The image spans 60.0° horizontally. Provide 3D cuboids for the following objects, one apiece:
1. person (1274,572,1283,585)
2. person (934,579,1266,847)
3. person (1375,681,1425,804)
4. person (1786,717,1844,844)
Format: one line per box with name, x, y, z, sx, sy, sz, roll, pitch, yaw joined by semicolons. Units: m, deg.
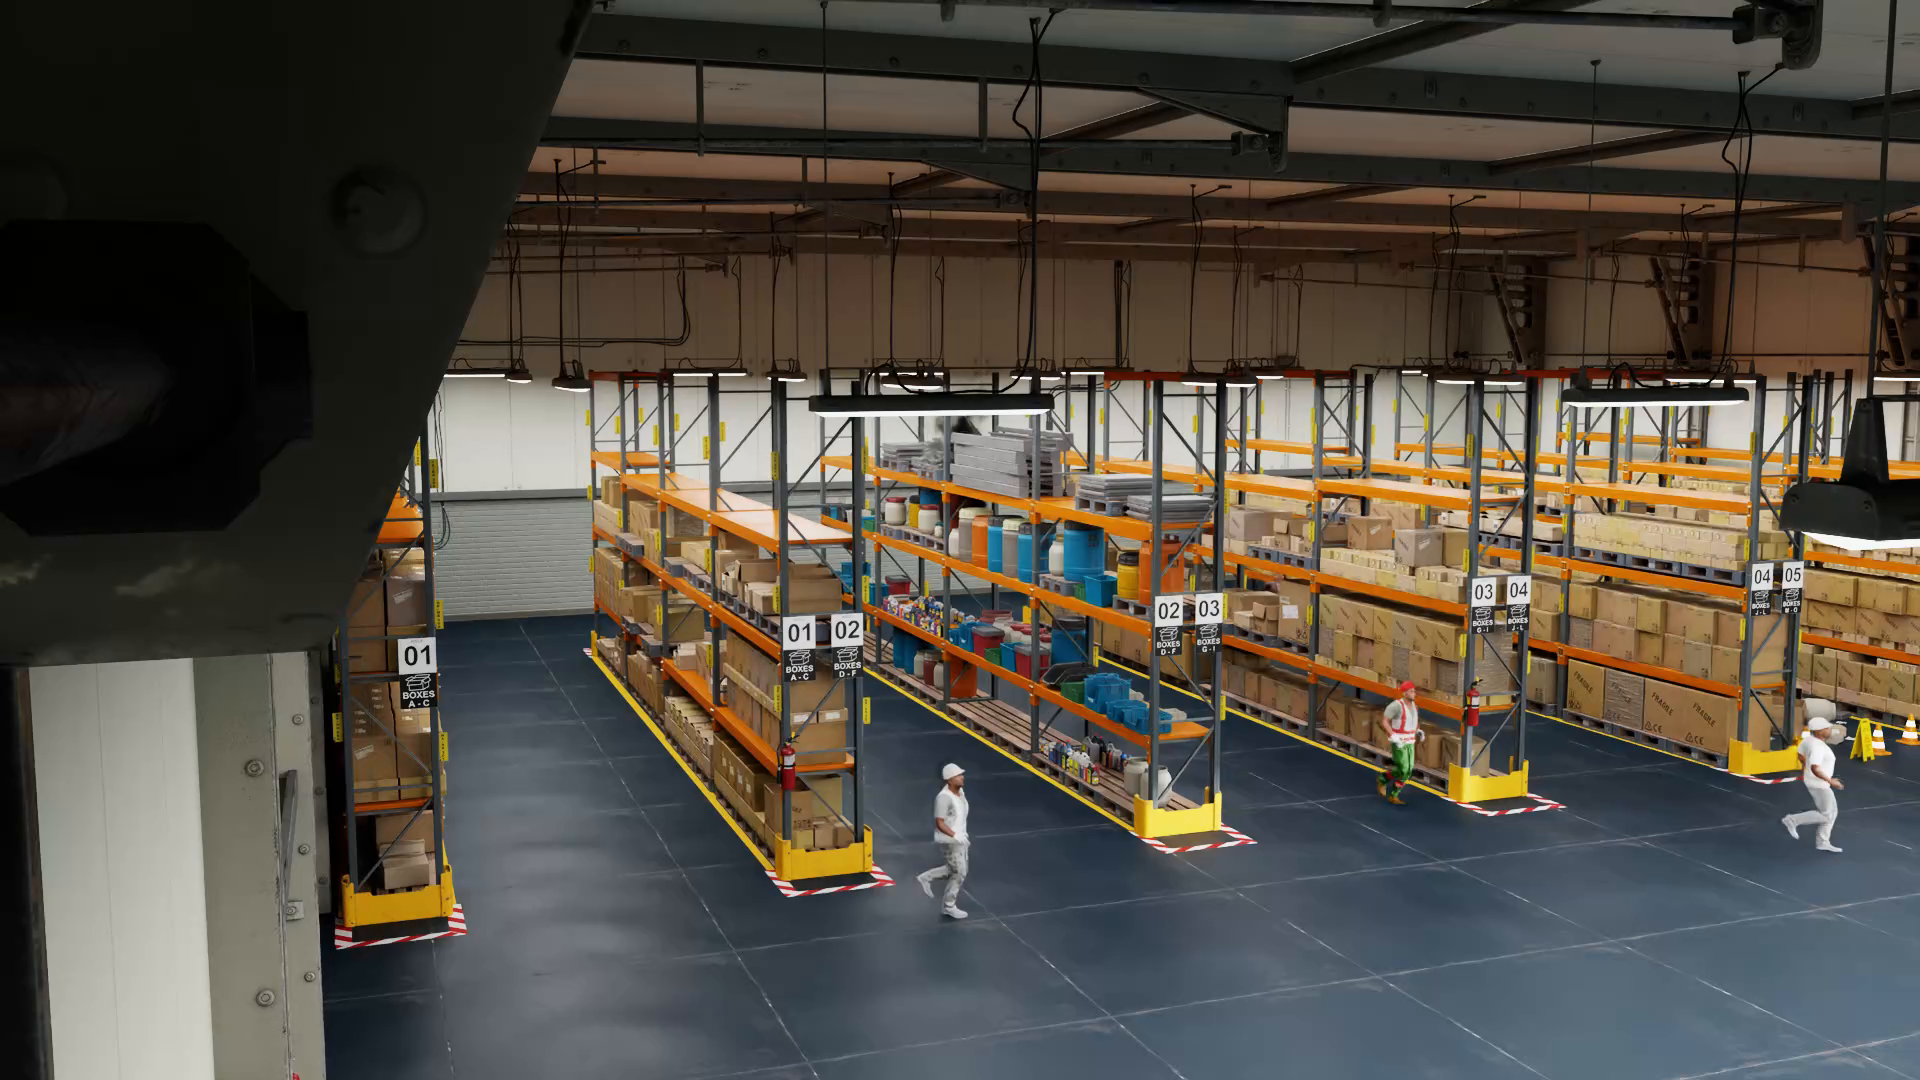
person;6.770;1.514;35.242;0.653;1.804;0.898;-2;7;-14
person;7.027;1.784;33.041;8.352;1.752;32.048;2;7;14
person;6.263;2.852;23.549;0.678;1.740;0.591;-4;8;-34
person;10.908;3.077;21.250;0.623;1.661;0.707;2;7;17
